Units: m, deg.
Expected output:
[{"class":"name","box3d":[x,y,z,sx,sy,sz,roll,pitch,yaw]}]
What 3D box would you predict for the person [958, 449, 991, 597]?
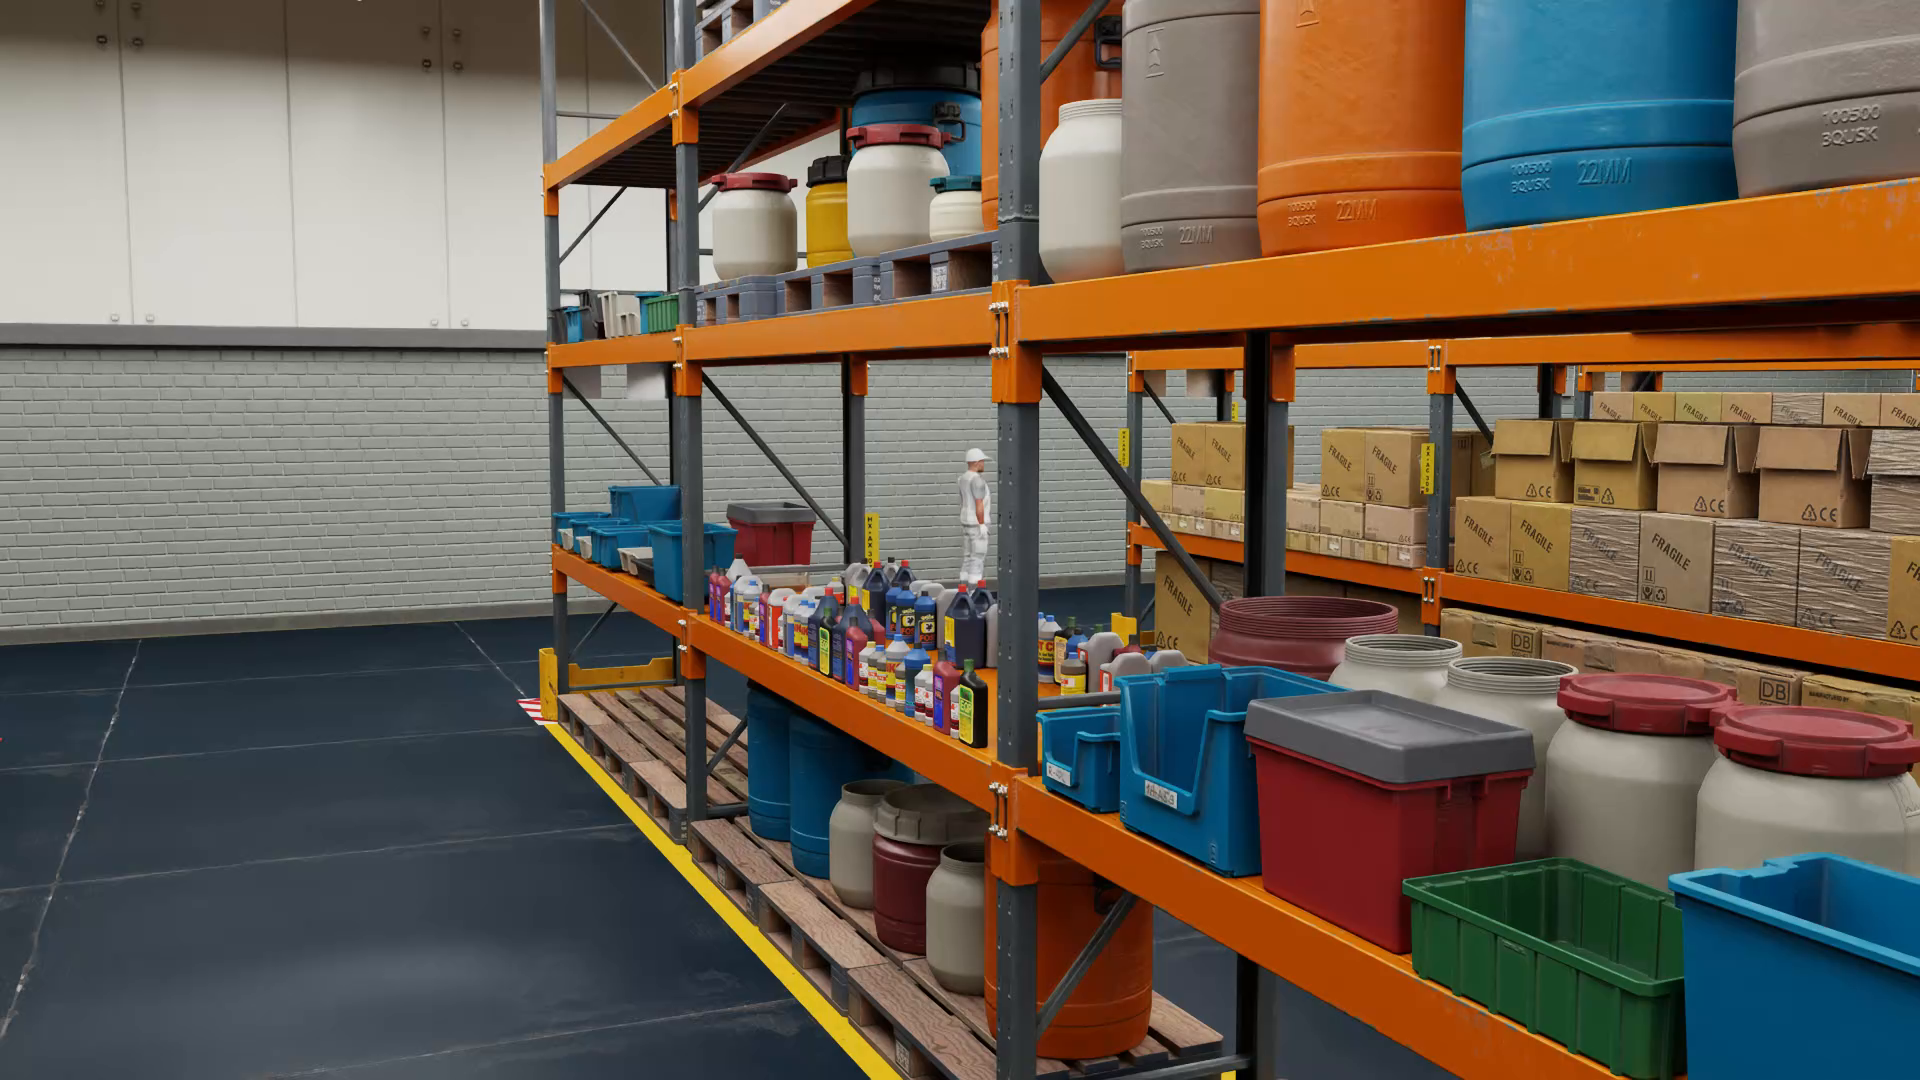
[{"class":"person","box3d":[0.177,-0.155,19.093,0.332,1.790,0.529,-2,6,-22]}]
